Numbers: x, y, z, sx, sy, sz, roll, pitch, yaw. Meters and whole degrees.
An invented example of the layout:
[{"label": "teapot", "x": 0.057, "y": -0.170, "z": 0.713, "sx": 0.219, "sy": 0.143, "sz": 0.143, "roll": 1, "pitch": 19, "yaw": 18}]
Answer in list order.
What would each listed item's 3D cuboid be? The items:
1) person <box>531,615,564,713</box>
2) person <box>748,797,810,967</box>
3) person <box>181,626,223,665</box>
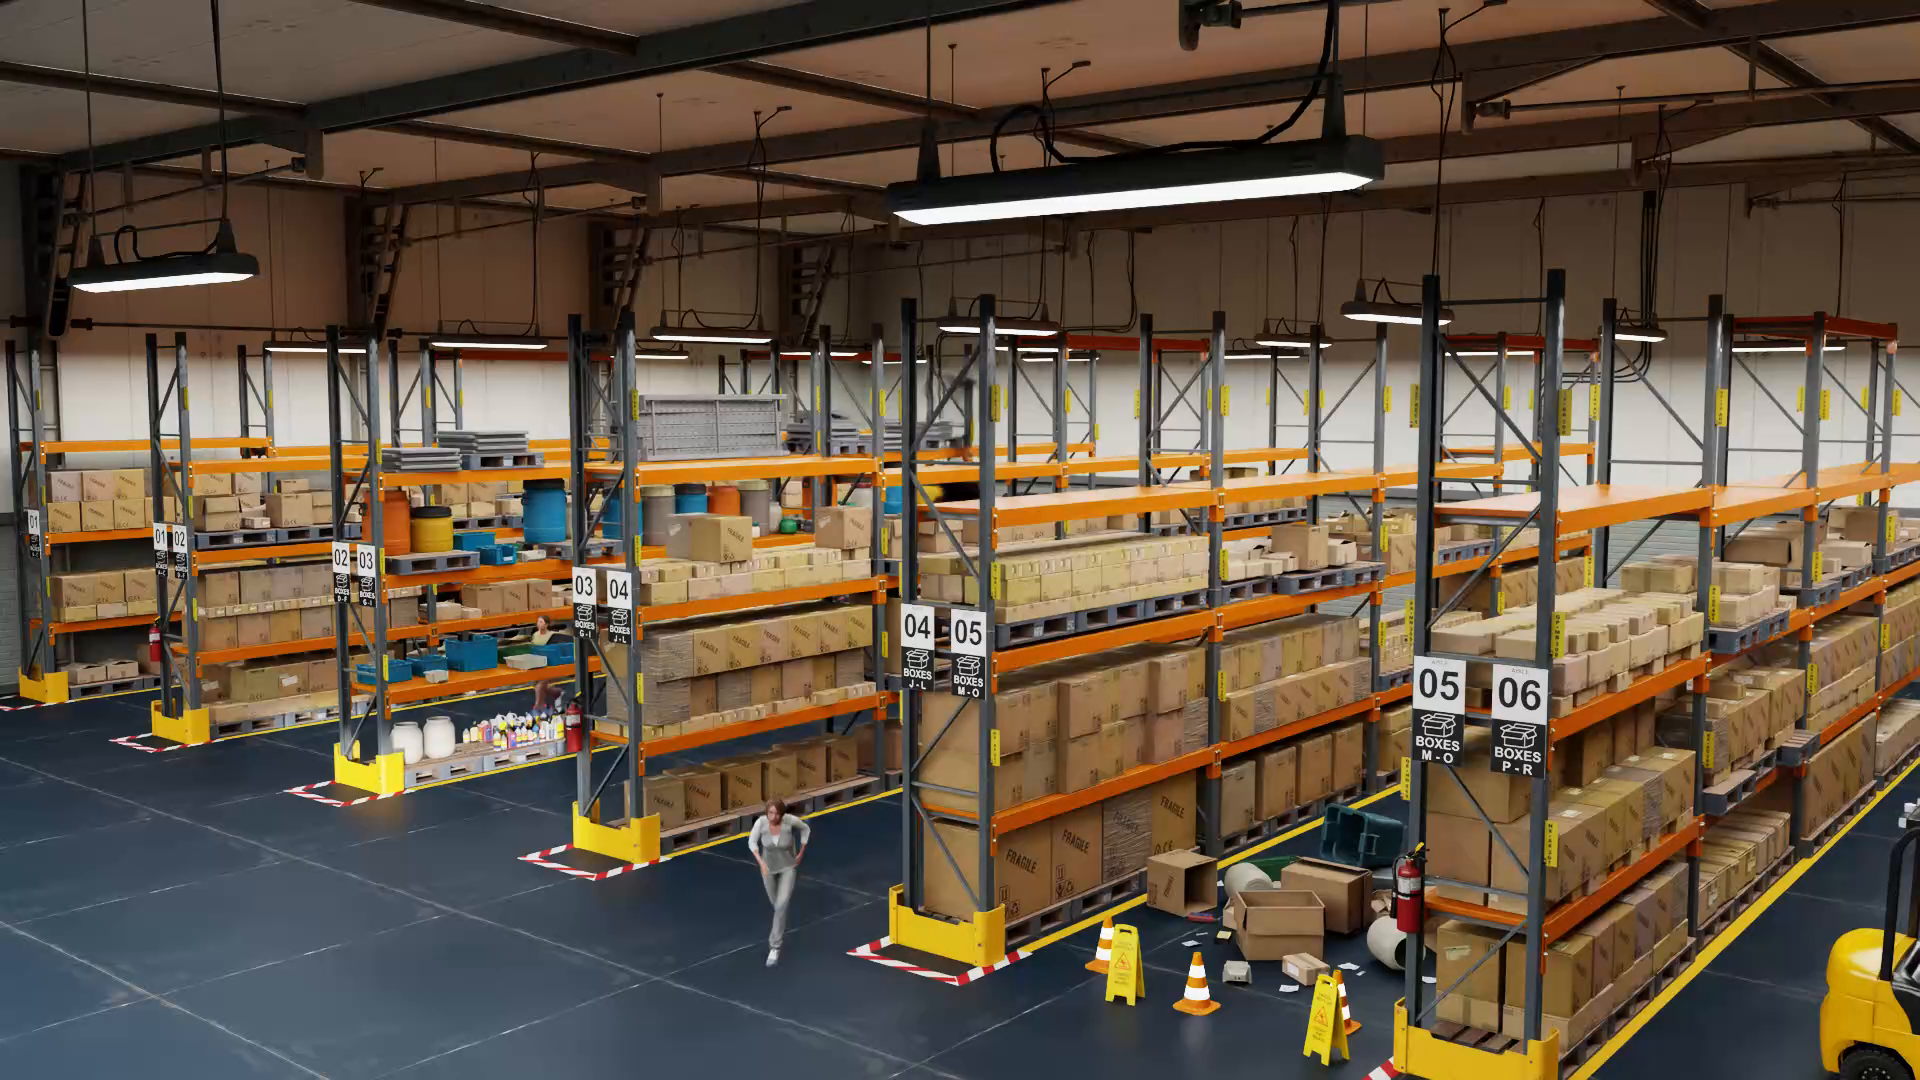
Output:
[{"label": "person", "x": -6.501, "y": 2.008, "z": 26.188, "sx": 0.586, "sy": 1.682, "sz": 0.852, "roll": 2, "pitch": 6, "yaw": 25}, {"label": "person", "x": -1.655, "y": 3.047, "z": 15.304, "sx": 0.557, "sy": 1.546, "sz": 0.873, "roll": 0, "pitch": 5, "yaw": -4}, {"label": "person", "x": -12.070, "y": 1.992, "z": 26.490, "sx": 0.714, "sy": 1.586, "sz": 0.823, "roll": 2, "pitch": 6, "yaw": 22}]
